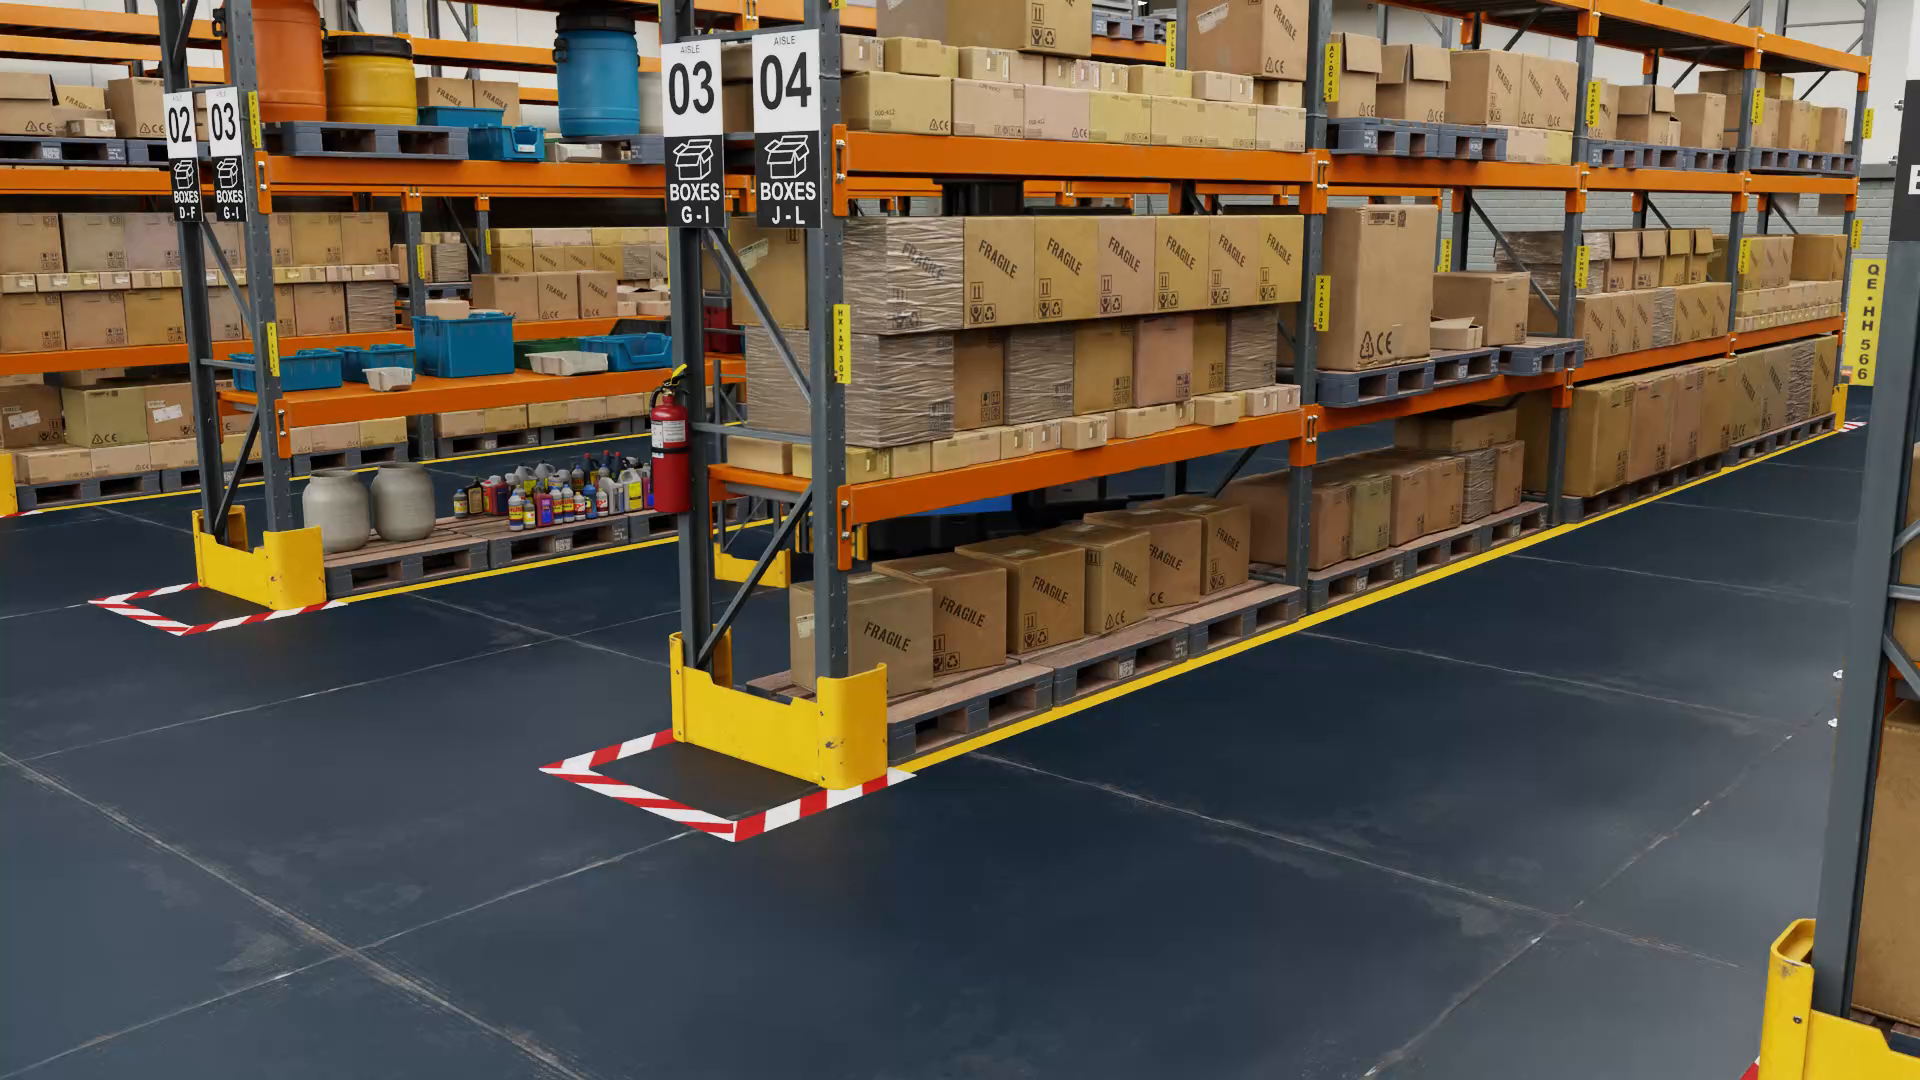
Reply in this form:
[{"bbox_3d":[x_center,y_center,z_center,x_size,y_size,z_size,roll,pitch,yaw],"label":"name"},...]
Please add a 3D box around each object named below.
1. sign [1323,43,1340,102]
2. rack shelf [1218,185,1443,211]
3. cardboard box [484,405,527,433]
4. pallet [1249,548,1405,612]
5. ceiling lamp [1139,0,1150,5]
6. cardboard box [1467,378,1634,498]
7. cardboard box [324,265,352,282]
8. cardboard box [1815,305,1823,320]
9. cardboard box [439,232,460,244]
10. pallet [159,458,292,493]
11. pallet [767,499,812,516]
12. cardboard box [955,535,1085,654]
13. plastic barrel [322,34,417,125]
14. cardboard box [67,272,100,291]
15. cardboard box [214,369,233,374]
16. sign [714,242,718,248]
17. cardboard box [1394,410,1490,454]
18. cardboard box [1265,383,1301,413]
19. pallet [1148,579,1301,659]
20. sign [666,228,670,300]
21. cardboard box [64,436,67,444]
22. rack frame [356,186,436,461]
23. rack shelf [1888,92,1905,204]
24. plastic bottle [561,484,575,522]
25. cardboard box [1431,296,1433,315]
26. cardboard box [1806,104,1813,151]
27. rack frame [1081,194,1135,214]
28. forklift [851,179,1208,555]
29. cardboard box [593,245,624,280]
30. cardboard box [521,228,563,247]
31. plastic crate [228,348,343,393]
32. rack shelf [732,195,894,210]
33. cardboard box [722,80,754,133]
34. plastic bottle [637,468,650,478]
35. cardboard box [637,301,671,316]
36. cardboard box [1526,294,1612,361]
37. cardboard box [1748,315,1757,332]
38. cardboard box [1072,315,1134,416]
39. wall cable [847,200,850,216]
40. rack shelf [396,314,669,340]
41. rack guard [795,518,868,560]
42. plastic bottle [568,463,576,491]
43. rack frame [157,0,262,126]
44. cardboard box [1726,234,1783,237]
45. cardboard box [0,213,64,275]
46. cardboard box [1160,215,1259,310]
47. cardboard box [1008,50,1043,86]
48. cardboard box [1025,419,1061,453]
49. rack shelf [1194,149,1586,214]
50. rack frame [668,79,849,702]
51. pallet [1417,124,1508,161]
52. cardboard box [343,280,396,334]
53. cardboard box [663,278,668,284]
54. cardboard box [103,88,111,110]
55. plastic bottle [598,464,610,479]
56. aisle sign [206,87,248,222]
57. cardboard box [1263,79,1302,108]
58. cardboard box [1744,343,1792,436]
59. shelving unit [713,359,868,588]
[{"bbox_3d":[2.151,-2.708,9.635,0.100,0.325,0.005,10,15,40],"label":"sign"},{"bbox_3d":[4.619,-4.283,20.674,1.077,0.370,4.000,10,15,40],"label":"rack shelf"},{"bbox_3d":[-4.909,-1.294,17.481,0.500,0.250,0.500,10,15,42],"label":"cardboard box"},{"bbox_3d":[2.252,0.200,11.172,1.003,0.211,1.213,10,15,40],"label":"pallet"},{"bbox_3d":[2.166,-10.612,27.966,2.000,3.185,0.800,10,15,40],"label":"ceiling lamp"},{"bbox_3d":[4.850,-0.904,13.933,1.225,0.875,0.875,9,14,38],"label":"cardboard box"},{"bbox_3d":[-6.054,-2.559,15.952,0.380,0.149,0.250,9,15,39],"label":"cardboard box"},{"bbox_3d":[9.169,-2.488,18.152,0.380,0.149,0.250,10,15,41],"label":"cardboard box"},{"bbox_3d":[-6.988,-4.091,22.500,0.380,0.149,0.250,7,14,33],"label":"cardboard box"},{"bbox_3d":[-7.062,-0.675,15.552,1.003,0.211,1.213,10,15,40],"label":"pallet"},{"bbox_3d":[-1.493,-0.446,14.408,1.003,0.211,1.213,10,15,40],"label":"pallet"},{"bbox_3d":[0.319,0.284,8.943,0.500,0.500,0.500,-10,15,-42],"label":"cardboard box"},{"bbox_3d":[-3.965,-3.058,11.153,0.600,0.588,0.600,0,11,0],"label":"plastic barrel"},{"bbox_3d":[-7.582,-2.219,14.249,0.380,0.149,0.250,10,15,41],"label":"cardboard box"},{"bbox_3d":[-6.901,-1.385,16.019,0.500,0.500,0.500,10,15,40],"label":"cardboard box"},{"bbox_3d":[-3.729,-4.611,25.387,0.100,0.325,0.005,10,15,40],"label":"sign"},{"bbox_3d":[3.617,-0.817,12.489,0.500,0.250,0.500,-10,15,-41],"label":"cardboard box"},{"bbox_3d":[1.818,-0.860,10.001,0.380,0.149,0.250,10,15,40],"label":"cardboard box"},{"bbox_3d":[1.322,0.418,10.080,1.003,0.211,1.213,10,15,40],"label":"pallet"},{"bbox_3d":[-1.305,-1.262,7.608,0.100,0.325,0.005,10,15,40],"label":"sign"},{"bbox_3d":[-7.888,-0.796,14.984,0.500,0.250,0.500,10,15,40],"label":"cardboard box"},{"bbox_3d":[-5.700,-2.334,16.740,1.000,3.000,0.127,10,15,40],"label":"rack frame"},{"bbox_3d":[4.078,-1.221,5.343,1.077,0.370,4.000,10,15,40],"label":"rack shelf"},{"bbox_3d":[-2.899,-0.274,12.269,0.097,0.271,0.097,0,11,0],"label":"plastic bottle"},{"bbox_3d":[2.814,-1.577,11.610,0.637,0.503,0.797,-10,15,-42],"label":"cardboard box"},{"bbox_3d":[8.590,-4.360,17.643,0.700,0.500,0.500,9,14,37],"label":"cardboard box"},{"bbox_3d":[2.221,-4.100,25.580,1.000,3.000,0.127,10,15,40],"label":"rack frame"},{"bbox_3d":[0.660,-1.472,12.597,3.031,2.935,1.130,-4,12,-17],"label":"forklift"},{"bbox_3d":[-5.251,-4.032,24.175,0.500,0.500,0.500,10,15,42],"label":"cardboard box"},{"bbox_3d":[-5.936,-4.248,23.340,0.500,0.250,0.500,9,15,40],"label":"cardboard box"},{"bbox_3d":[-4.517,-1.144,11.161,0.499,0.251,0.616,10,15,40],"label":"plastic crate"},{"bbox_3d":[-2.823,-5.564,27.087,1.077,0.370,4.000,10,15,40],"label":"rack shelf"},{"bbox_3d":[-0.774,-1.966,7.619,0.500,0.250,0.500,10,15,42],"label":"cardboard box"},{"bbox_3d":[-2.445,-0.429,13.030,0.152,0.276,0.135,10,15,40],"label":"plastic bottle"},{"bbox_3d":[-3.446,-2.632,18.870,0.380,0.149,0.250,10,15,40],"label":"cardboard box"},{"bbox_3d":[4.904,-1.727,13.443,0.500,0.500,0.500,10,15,42],"label":"cardboard box"},{"bbox_3d":[7.638,-2.146,16.438,0.380,0.149,0.250,9,14,38],"label":"cardboard box"},{"bbox_3d":[0.423,-0.966,8.874,0.875,0.500,0.500,10,15,40],"label":"cardboard box"},{"bbox_3d":[-1.368,-5.549,30.239,0.084,1.984,1.851,10,15,40],"label":"wall cable"},{"bbox_3d":[-4.380,-2.276,18.284,1.077,0.370,4.000,10,15,40],"label":"rack shelf"},{"bbox_3d":[-0.939,-0.009,12.118,0.587,0.250,0.087,6,13,28],"label":"rack guard"},{"bbox_3d":[-3.091,-0.465,13.194,0.061,0.283,0.133,11,15,43],"label":"plastic bottle"},{"bbox_3d":[-4.622,-4.047,9.997,1.000,3.000,0.127,10,15,40],"label":"rack frame"},{"bbox_3d":[8.810,-3.149,18.529,0.500,0.500,0.500,9,15,39],"label":"cardboard box"},{"bbox_3d":[-7.988,-2.506,14.031,0.700,0.500,0.500,10,15,41],"label":"cardboard box"},{"bbox_3d":[1.319,-1.563,9.309,0.500,0.500,0.500,10,15,40],"label":"cardboard box"},{"bbox_3d":[0.168,-2.213,7.838,0.380,0.149,0.250,10,15,40],"label":"cardboard box"},{"bbox_3d":[0.286,-0.537,8.384,0.380,0.149,0.250,10,15,40],"label":"cardboard box"},{"bbox_3d":[3.059,-2.465,11.575,1.077,0.370,4.000,10,15,40],"label":"rack shelf"},{"bbox_3d":[-0.902,-0.464,7.378,1.000,3.000,0.127,10,15,40],"label":"rack frame"},{"bbox_3d":[2.909,-2.662,11.201,1.213,0.211,1.003,10,15,40],"label":"pallet"},{"bbox_3d":[-5.988,-2.317,16.399,0.700,0.500,0.500,9,15,39],"label":"cardboard box"},{"bbox_3d":[-4.507,-3.879,25.065,0.380,0.149,0.250,10,15,42],"label":"cardboard box"},{"bbox_3d":[-9.551,-4.886,18.996,0.500,0.500,0.500,8,14,36],"label":"cardboard box"},{"bbox_3d":[-2.831,-0.469,13.244,0.097,0.271,0.097,0,11,0],"label":"plastic bottle"},{"bbox_3d":[-4.450,-2.331,10.087,0.394,0.787,0.004,10,15,40],"label":"aisle sign"},{"bbox_3d":[1.741,-2.561,9.580,0.380,0.149,0.250,10,15,42],"label":"cardboard box"},{"bbox_3d":[8.109,-1.613,17.482,0.875,0.875,0.875,10,15,40],"label":"cardboard box"},{"bbox_3d":[-1.174,-0.536,11.565,0.587,1.500,1.083,6,13,28],"label":"shelving unit"}]
